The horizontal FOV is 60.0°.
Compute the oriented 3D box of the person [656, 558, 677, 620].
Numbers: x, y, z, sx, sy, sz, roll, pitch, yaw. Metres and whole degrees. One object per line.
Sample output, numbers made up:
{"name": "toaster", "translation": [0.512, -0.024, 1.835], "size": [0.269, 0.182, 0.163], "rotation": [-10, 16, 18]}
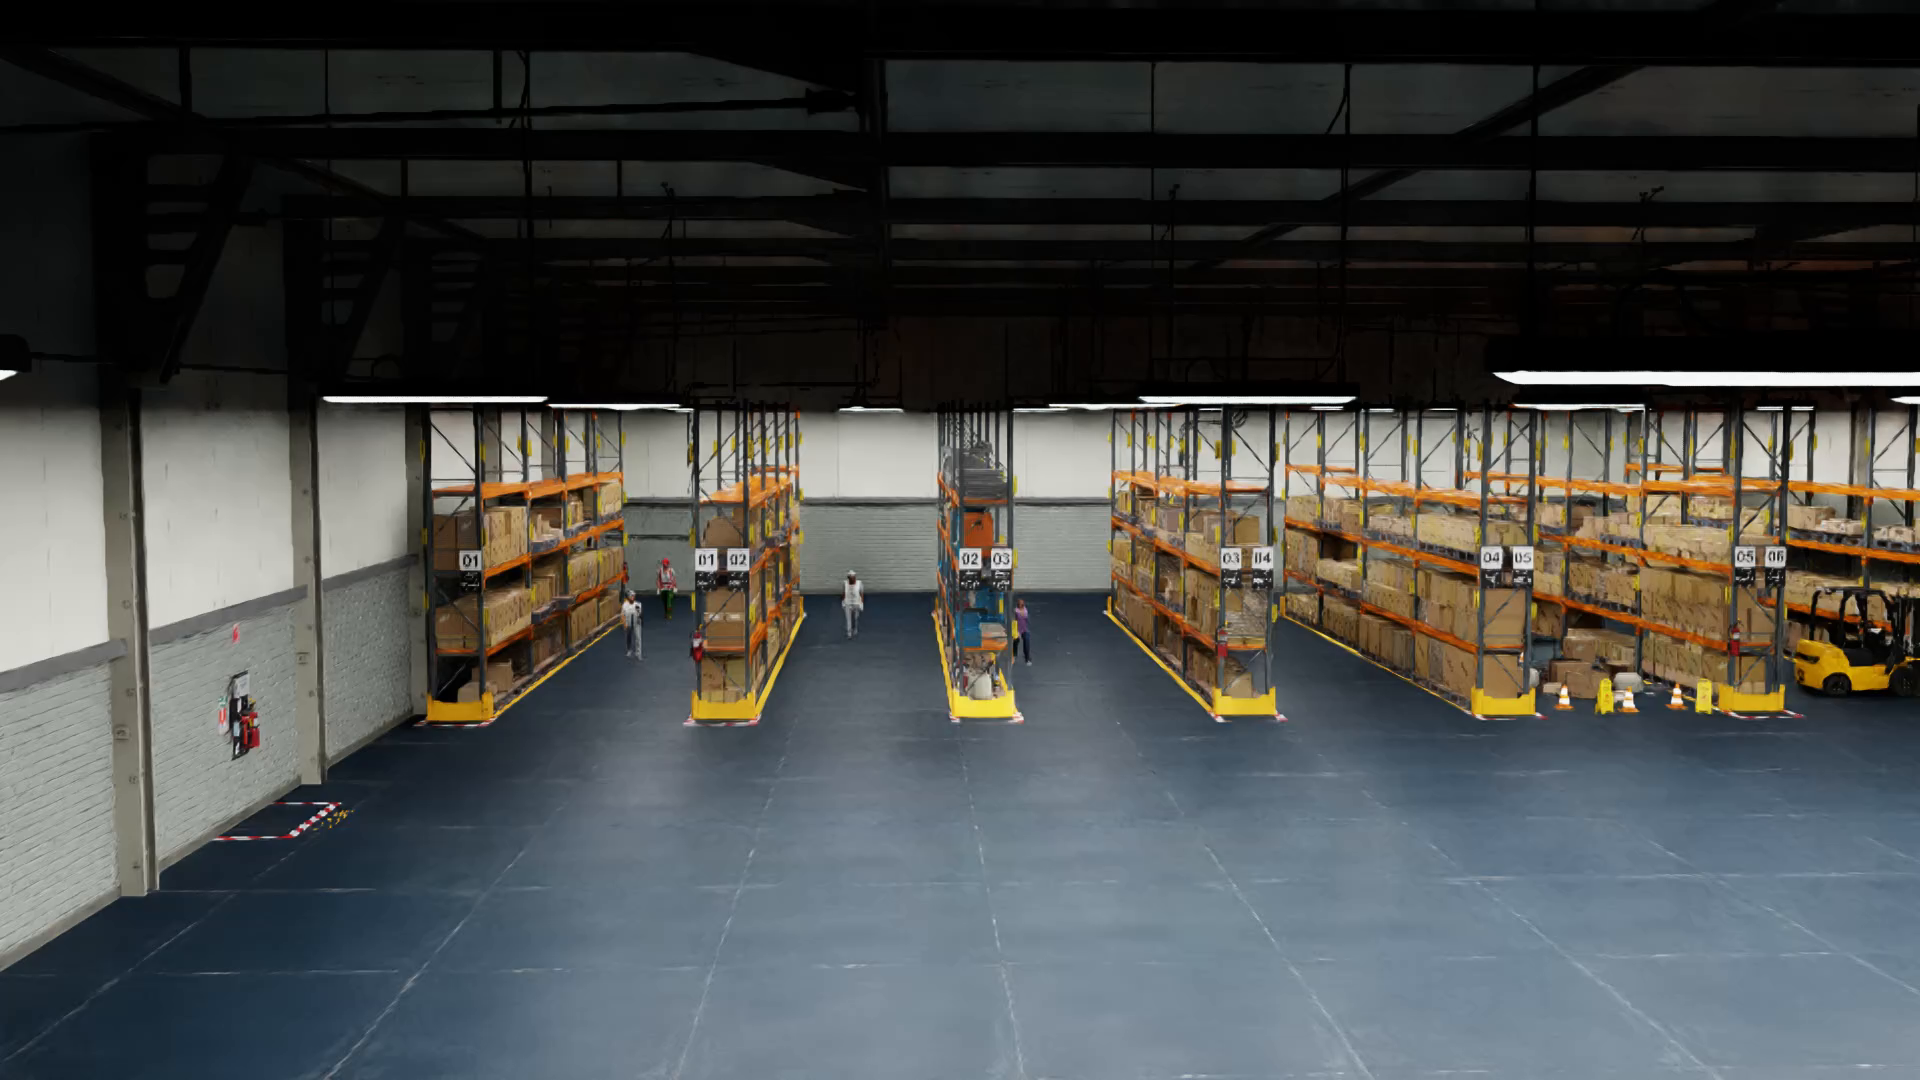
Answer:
{"name": "person", "translation": [-8.189, 1.337, 46.333], "size": [0.553, 1.709, 1.123], "rotation": [0, 4, 0]}

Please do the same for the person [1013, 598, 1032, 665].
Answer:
{"name": "person", "translation": [1.374, 2.067, 37.893], "size": [0.411, 1.533, 0.957], "rotation": [-1, 4, -11]}

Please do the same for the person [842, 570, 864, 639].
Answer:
{"name": "person", "translation": [-2.732, 1.630, 42.522], "size": [0.577, 1.733, 1.042], "rotation": [0, 4, -3]}

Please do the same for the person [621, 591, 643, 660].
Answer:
{"name": "person", "translation": [-7.636, 1.971, 38.733], "size": [0.490, 1.597, 0.999], "rotation": [-1, 4, -10]}
